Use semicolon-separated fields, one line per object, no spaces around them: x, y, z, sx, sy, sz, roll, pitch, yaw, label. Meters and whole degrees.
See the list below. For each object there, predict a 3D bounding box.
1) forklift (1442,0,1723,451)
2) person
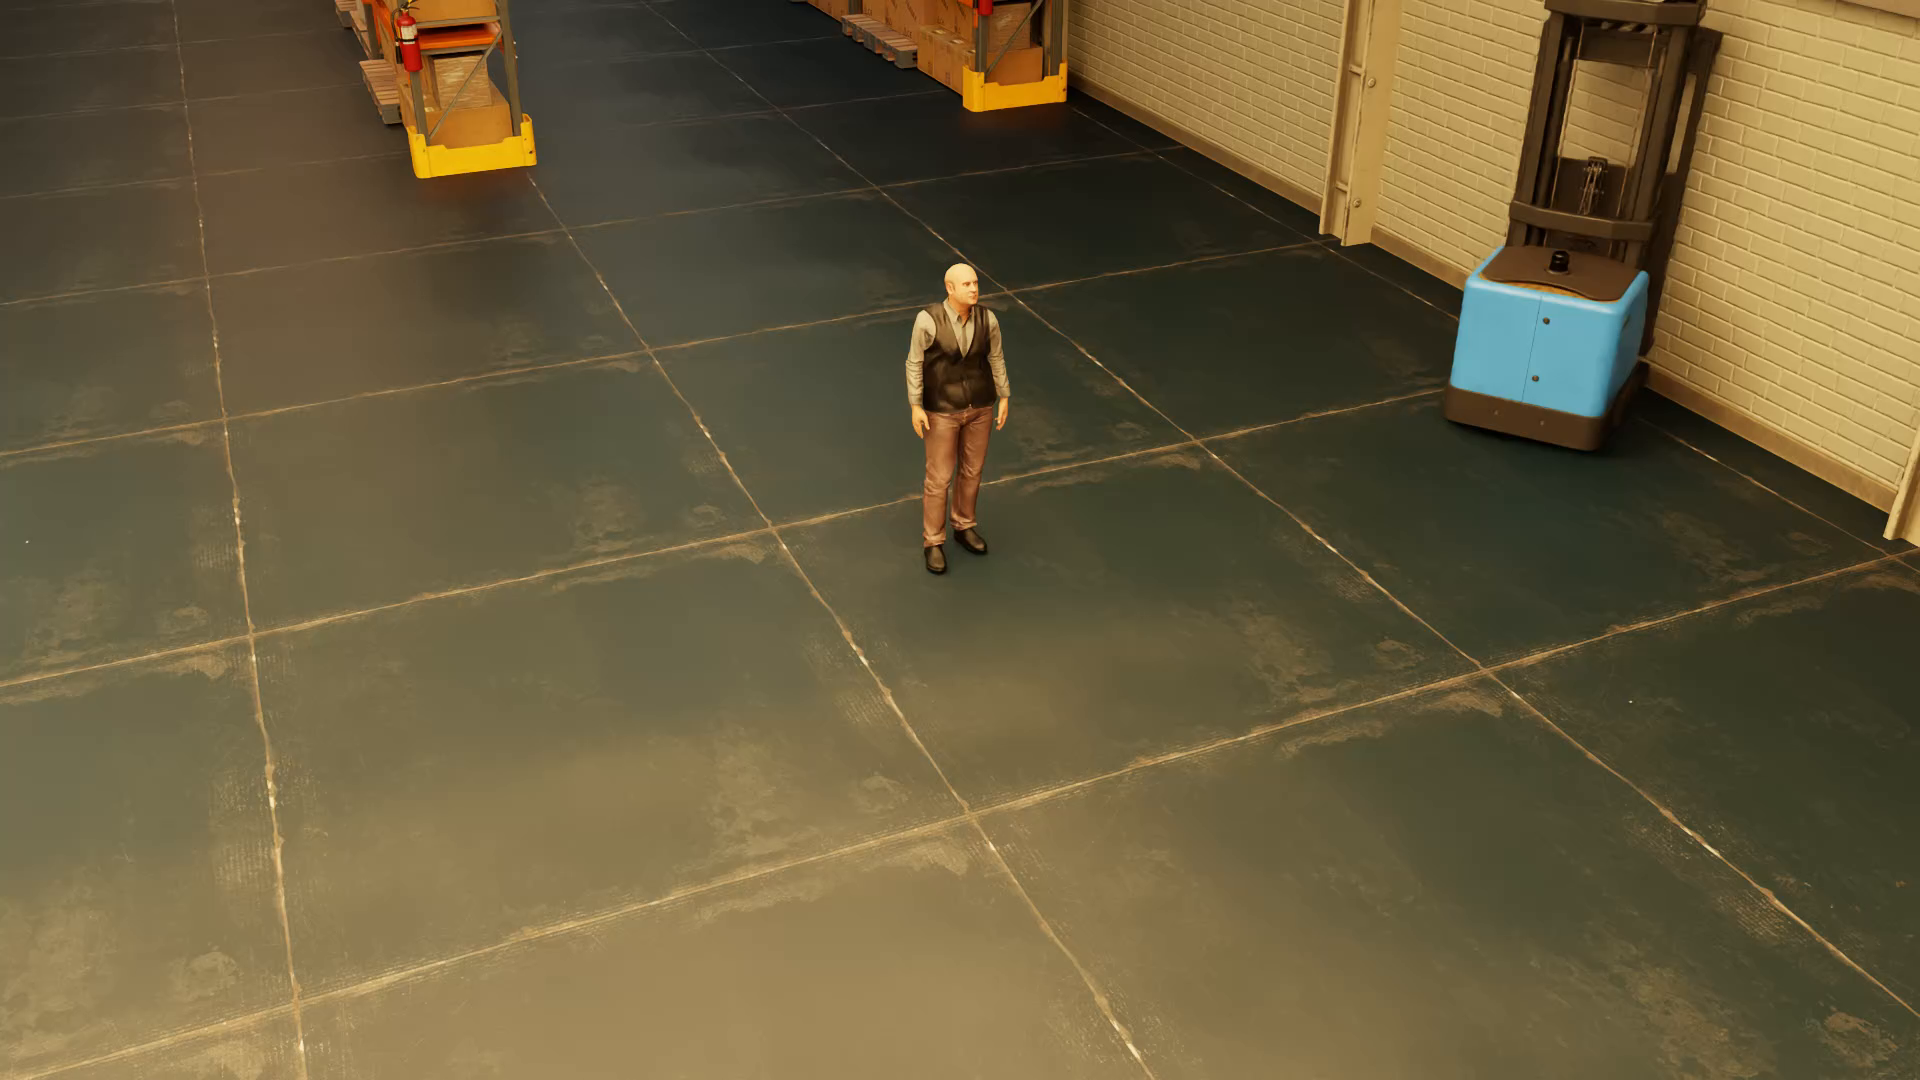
4.515;-2.553;11.585;1.130;2.935;3.031;17;34;27;forklift
0.017;-0.724;9.590;0.632;1.720;0.568;-12;32;-20;person
